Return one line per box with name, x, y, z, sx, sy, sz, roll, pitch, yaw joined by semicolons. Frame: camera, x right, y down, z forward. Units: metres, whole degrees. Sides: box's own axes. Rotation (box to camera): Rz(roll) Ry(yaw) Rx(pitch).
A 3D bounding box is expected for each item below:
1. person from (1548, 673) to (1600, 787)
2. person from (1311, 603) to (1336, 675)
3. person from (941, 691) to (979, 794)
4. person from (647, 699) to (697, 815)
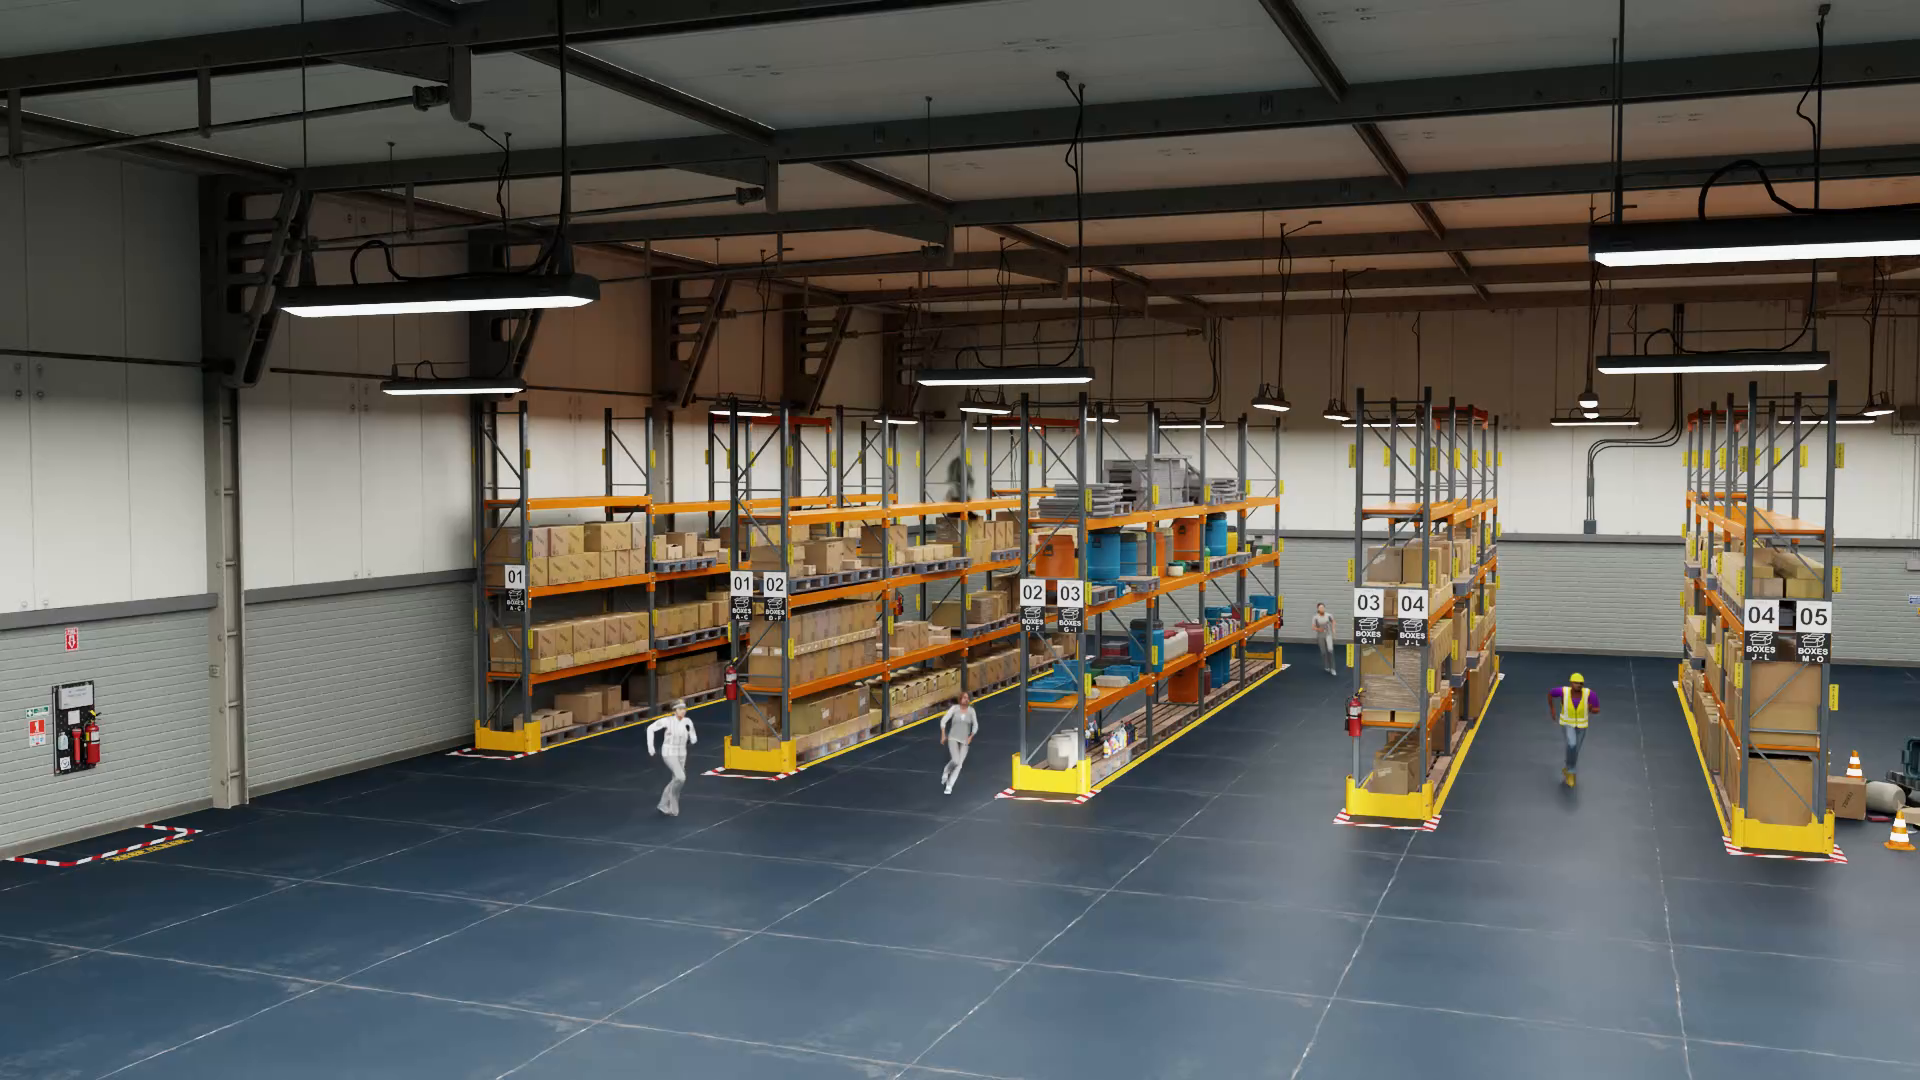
person;9.445;2.897;25.610;0.686;1.750;0.940;0;3;4
person;8.489;2.302;38.840;0.574;1.685;0.741;0;3;8
person;0.010;3.027;24.864;0.568;1.524;0.475;-1;3;-11
person;-3.977;3.028;23.198;0.643;1.631;0.749;-3;4;-42
